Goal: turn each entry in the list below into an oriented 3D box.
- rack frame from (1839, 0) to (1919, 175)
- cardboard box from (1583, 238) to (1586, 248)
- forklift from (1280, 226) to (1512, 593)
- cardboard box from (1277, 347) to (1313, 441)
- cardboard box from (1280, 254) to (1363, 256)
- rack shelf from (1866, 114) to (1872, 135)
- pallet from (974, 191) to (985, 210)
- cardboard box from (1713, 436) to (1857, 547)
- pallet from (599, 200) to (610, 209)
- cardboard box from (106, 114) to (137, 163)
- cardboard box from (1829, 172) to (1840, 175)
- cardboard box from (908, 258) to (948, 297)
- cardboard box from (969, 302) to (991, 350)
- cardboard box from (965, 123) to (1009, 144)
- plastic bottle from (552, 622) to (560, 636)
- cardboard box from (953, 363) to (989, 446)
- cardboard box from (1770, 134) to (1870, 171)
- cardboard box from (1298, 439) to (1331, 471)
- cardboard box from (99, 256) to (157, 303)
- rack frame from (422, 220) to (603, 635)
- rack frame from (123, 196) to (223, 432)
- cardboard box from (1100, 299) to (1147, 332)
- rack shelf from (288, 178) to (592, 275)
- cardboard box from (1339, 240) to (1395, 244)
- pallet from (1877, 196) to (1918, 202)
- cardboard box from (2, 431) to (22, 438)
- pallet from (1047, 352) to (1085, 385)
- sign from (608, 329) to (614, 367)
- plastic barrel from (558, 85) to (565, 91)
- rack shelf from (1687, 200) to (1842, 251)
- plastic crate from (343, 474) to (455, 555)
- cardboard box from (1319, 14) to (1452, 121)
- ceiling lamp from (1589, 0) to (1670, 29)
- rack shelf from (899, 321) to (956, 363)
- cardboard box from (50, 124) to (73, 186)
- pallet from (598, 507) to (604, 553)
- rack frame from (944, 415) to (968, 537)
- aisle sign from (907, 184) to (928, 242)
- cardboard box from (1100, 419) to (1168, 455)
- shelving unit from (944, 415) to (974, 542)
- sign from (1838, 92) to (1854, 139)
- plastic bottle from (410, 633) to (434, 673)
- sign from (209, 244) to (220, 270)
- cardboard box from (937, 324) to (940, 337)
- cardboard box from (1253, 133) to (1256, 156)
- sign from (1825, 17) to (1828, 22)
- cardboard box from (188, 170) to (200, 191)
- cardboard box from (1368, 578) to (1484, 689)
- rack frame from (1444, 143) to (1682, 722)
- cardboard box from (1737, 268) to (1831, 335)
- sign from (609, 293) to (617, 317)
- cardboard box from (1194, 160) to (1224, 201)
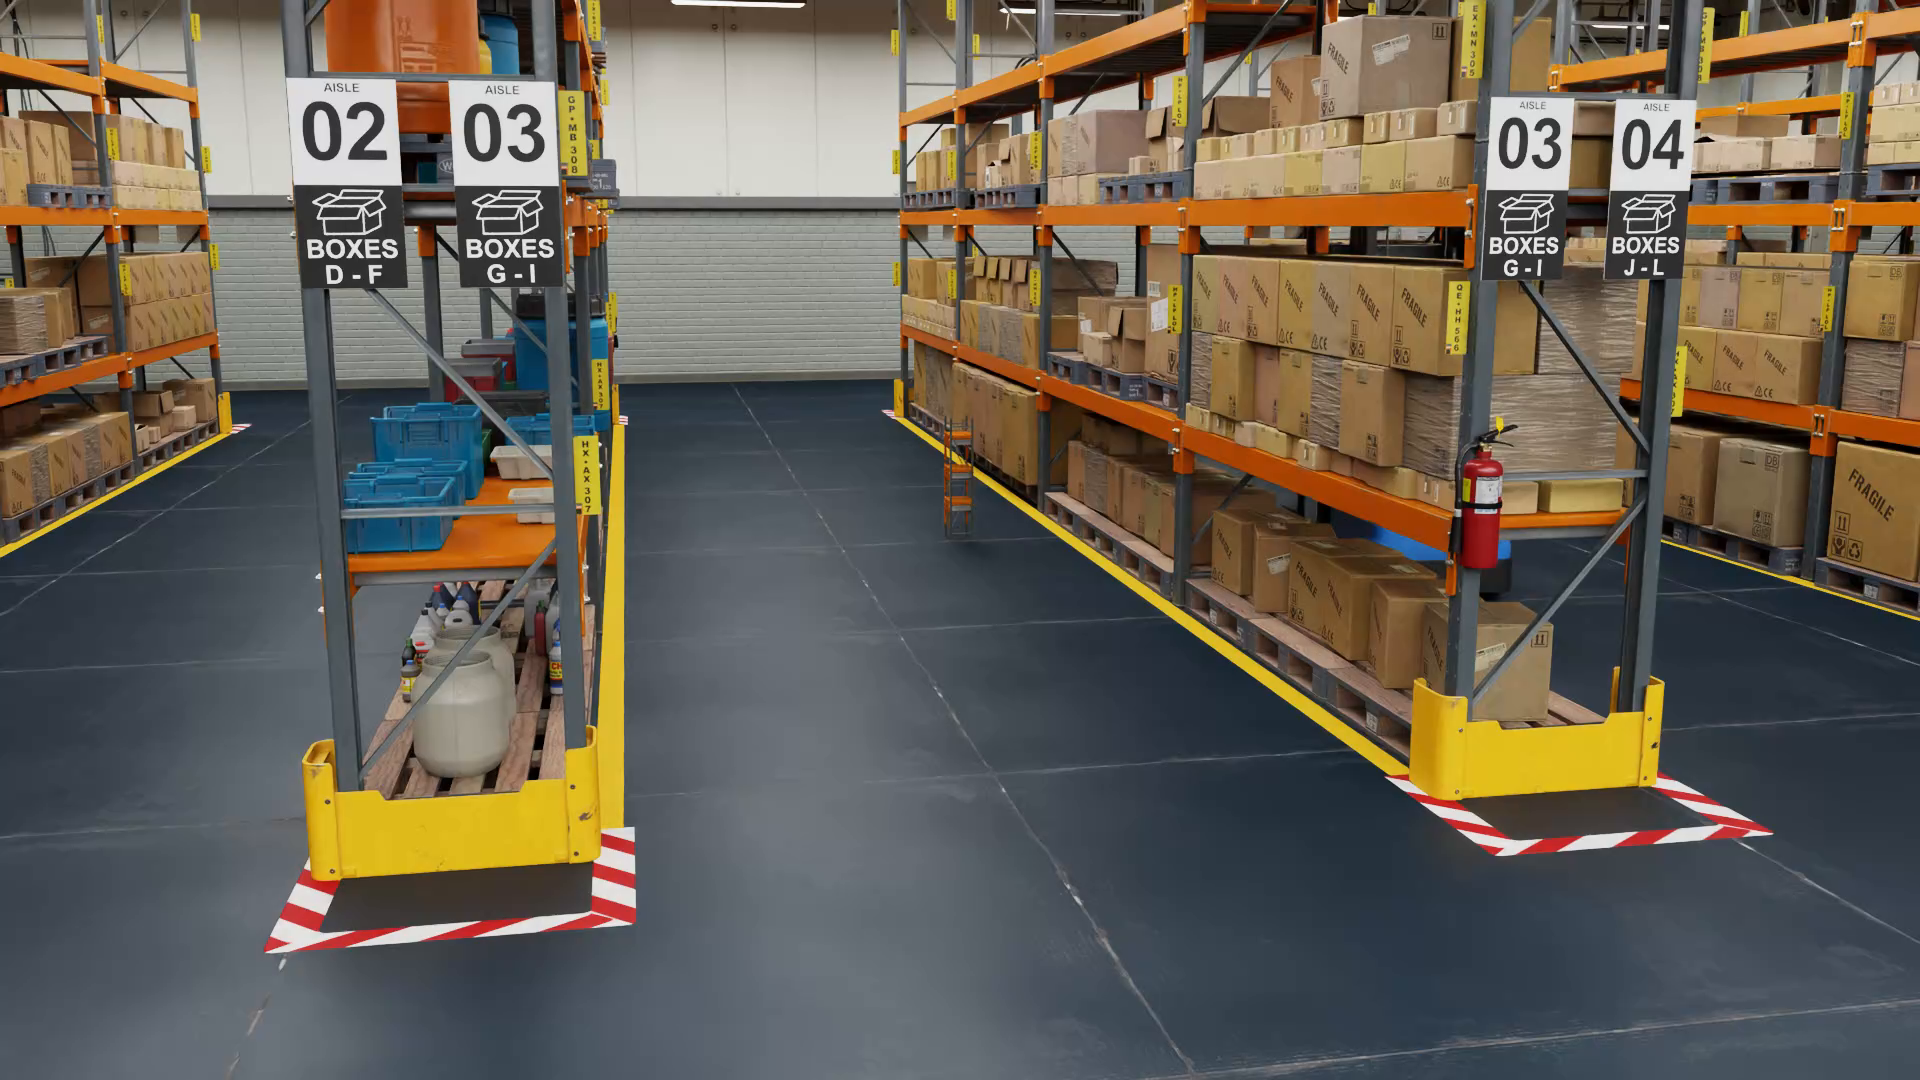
[{"bbox_3d":[6.894,-4.133,11.844,1.000,3.000,0.127,-2,11,-11],"label":"rack frame"},{"bbox_3d":[9.314,-4.324,24.214,0.380,0.149,0.250,-2,11,-10],"label":"cardboard box"},{"bbox_3d":[3.306,-1.272,13.040,1.130,2.935,3.031,-1,11,-5],"label":"forklift"},{"bbox_3d":[2.351,-0.860,9.632,0.875,0.500,0.500,-2,11,-11],"label":"cardboard box"},{"bbox_3d":[2.366,-1.638,11.043,0.500,0.500,0.500,-2,11,-11],"label":"cardboard box"},{"bbox_3d":[14.653,-5.992,23.543,1.077,0.370,4.000,-2,11,-11],"label":"rack shelf"},{"bbox_3d":[0.679,-3.705,18.127,0.805,0.209,1.217,-3,11,-13],"label":"pallet"},{"bbox_3d":[6.685,-0.398,13.157,1.050,0.750,0.750,-2,11,-11],"label":"cardboard box"},{"bbox_3d":[-3.934,-3.344,16.226,1.003,0.211,1.213,-2,11,-11],"label":"pallet"},{"bbox_3d":[-9.355,-4.330,17.962,0.700,0.500,0.500,-2,11,-11],"label":"cardboard box"},{"bbox_3d":[10.185,-4.118,19.023,0.396,0.266,0.258,-1,11,-6],"label":"cardboard box"},{"bbox_3d":[-0.399,-3.476,22.038,0.500,0.500,0.500,-2,11,-12],"label":"cardboard box"},{"bbox_3d":[0.396,-2.355,18.279,0.500,0.500,0.500,-2,11,-11],"label":"cardboard box"},{"bbox_3d":[0.276,-4.811,19.763,0.500,0.250,0.500,-3,11,-15],"label":"cardboard box"},{"bbox_3d":[-2.205,0.589,9.202,0.097,0.271,0.097,0,11,0],"label":"plastic bottle"},{"bbox_3d":[0.597,-1.537,18.810,1.225,0.875,0.875,-2,11,-11],"label":"cardboard box"},{"bbox_3d":[6.599,-2.965,12.740,0.500,0.250,0.500,-2,11,-10],"label":"cardboard box"},{"bbox_3d":[2.134,-0.483,9.385,0.380,0.149,0.250,-2,11,-11],"label":"cardboard box"},{"bbox_3d":[-9.182,-2.863,18.277,0.500,0.500,0.500,-2,11,-13],"label":"cardboard box"},{"bbox_3d":[-2.850,-0.844,10.609,1.000,3.000,0.127,-2,11,-11],"label":"rack frame"},{"bbox_3d":[-10.043,-2.865,21.229,1.000,3.000,0.127,-2,11,-11],"label":"rack frame"},{"bbox_3d":[1.582,-1.817,14.329,0.700,0.500,0.500,0,11,-3],"label":"cardboard box"},{"bbox_3d":[-2.461,-1.597,8.468,1.077,0.370,4.000,-2,11,-11],"label":"rack shelf"},{"bbox_3d":[4.981,-3.416,20.385,0.500,0.500,0.500,-3,11,-13],"label":"cardboard box"},{"bbox_3d":[10.554,-3.820,18.727,1.003,0.211,1.213,-2,11,-8],"label":"pallet"},{"bbox_3d":[-9.108,-0.740,15.573,0.500,0.500,0.500,-3,11,-13],"label":"cardboard box"},{"bbox_3d":[1.474,-1.537,14.761,1.213,0.211,1.003,-2,11,-11],"label":"pallet"},{"bbox_3d":[-3.089,-1.679,14.560,0.100,0.325,0.005,-2,11,-11],"label":"sign"},{"bbox_3d":[-3.735,-3.573,14.651,0.600,0.830,0.708,-2,11,-11],"label":"plastic barrel"},{"bbox_3d":[6.505,-2.673,14.119,1.077,0.370,4.000,-2,11,-11],"label":"rack shelf"},{"bbox_3d":[-2.463,-0.118,7.193,0.499,0.251,0.616,-2,11,-11],"label":"plastic crate"},{"bbox_3d":[2.237,-2.480,8.781,0.500,0.500,0.500,-2,11,-11],"label":"cardboard box"},{"bbox_3d":[11.459,-9.988,26.995,2.000,3.185,0.800,-2,11,-11],"label":"ceiling lamp"},{"bbox_3d":[0.064,-2.505,21.258,1.077,0.370,4.000,-2,11,-11],"label":"rack shelf"},{"bbox_3d":[-9.239,-3.815,16.537,0.600,0.600,0.600,-3,11,-16],"label":"cardboard box"},{"bbox_3d":[-3.515,-0.064,13.970,1.003,0.211,1.213,-2,11,-11],"label":"pallet"},{"bbox_3d":[-0.034,-0.548,14.267,0.200,1.050,0.008,-2,11,-11],"label":"rack frame"},{"bbox_3d":[-0.633,-4.504,22.887,0.394,0.787,0.004,-2,11,-11],"label":"aisle sign"},{"bbox_3d":[1.504,-0.896,14.383,0.500,0.250,0.500,-1,11,-5],"label":"cardboard box"},{"bbox_3d":[-0.010,-0.526,14.150,0.215,1.050,0.252,-2,11,-11],"label":"shelving unit"},{"bbox_3d":[6.363,-3.047,11.934,0.100,0.325,0.005,-2,11,-11],"label":"sign"},{"bbox_3d":[-2.881,0.643,8.902,0.152,0.276,0.135,-2,11,-11],"label":"plastic bottle"},{"bbox_3d":[-9.495,-3.606,21.178,0.100,0.325,0.005,-2,11,-11],"label":"sign"},{"bbox_3d":[-0.078,-2.553,20.262,0.380,0.149,0.250,-2,11,-10],"label":"cardboard box"},{"bbox_3d":[2.010,-2.409,10.142,0.380,0.149,0.250,-2,11,-9],"label":"cardboard box"},{"bbox_3d":[10.703,-6.319,20.617,0.100,0.325,0.005,-2,11,-11],"label":"sign"},{"bbox_3d":[-9.693,-4.426,20.470,0.500,0.250,0.500,-2,11,-11],"label":"cardboard box"},{"bbox_3d":[2.532,0.508,9.069,0.500,0.500,0.500,1,11,4],"label":"cardboard box"},{"bbox_3d":[2.787,-0.291,7.701,1.000,3.000,0.127,-2,11,-11],"label":"rack frame"},{"bbox_3d":[6.689,-1.911,13.275,0.700,0.500,0.500,-2,11,-12],"label":"cardboard box"},{"bbox_3d":[-4.647,-3.148,22.277,0.100,0.325,0.005,-2,11,-11],"label":"sign"},{"bbox_3d":[1.845,-2.332,10.806,0.500,0.250,0.500,-3,11,-13],"label":"cardboard box"}]
